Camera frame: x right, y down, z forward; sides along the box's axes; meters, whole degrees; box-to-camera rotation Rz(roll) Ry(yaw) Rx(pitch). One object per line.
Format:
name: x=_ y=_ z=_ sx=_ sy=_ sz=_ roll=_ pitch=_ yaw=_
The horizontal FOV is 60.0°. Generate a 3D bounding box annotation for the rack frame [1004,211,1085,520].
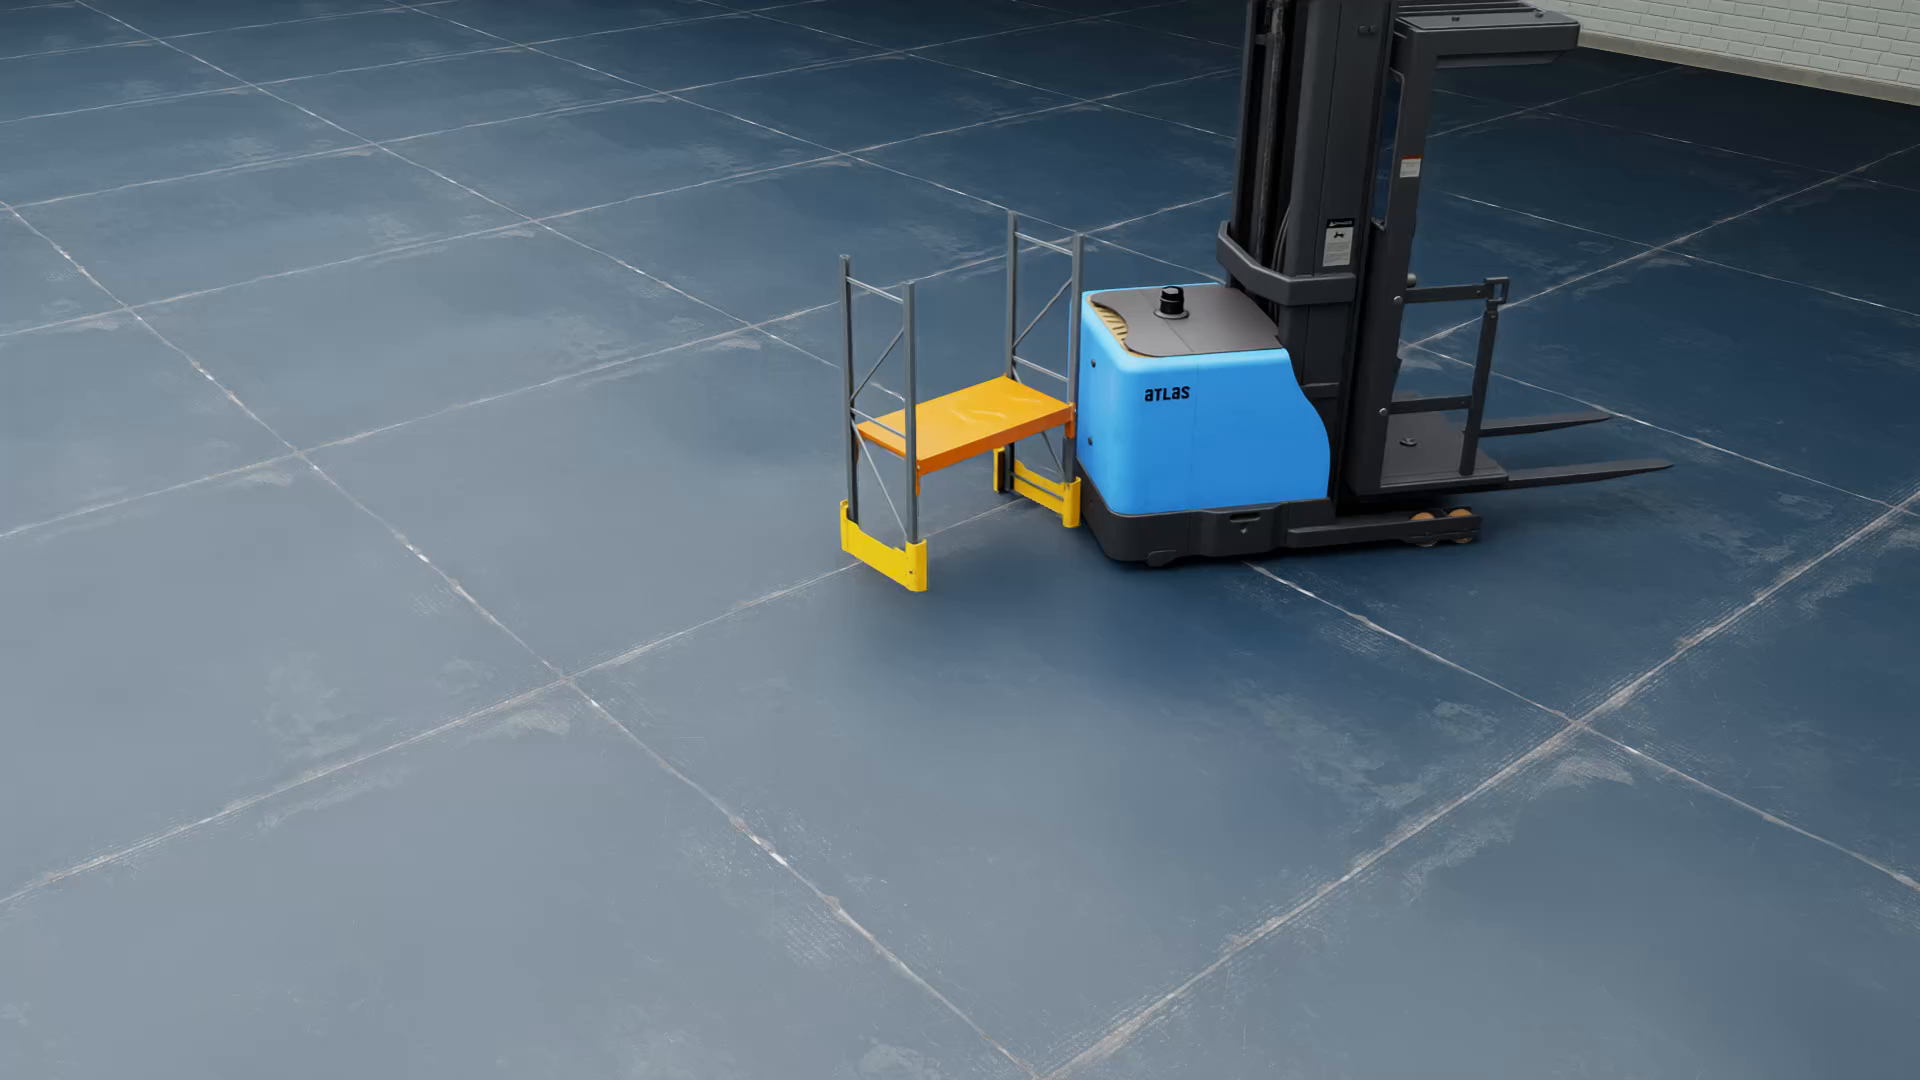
rack frame: x=0.405 y=-0.839 z=8.229 sx=0.032 sy=1.500 sz=0.500 roll=-22 pitch=35 yaw=-35

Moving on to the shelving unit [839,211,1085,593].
shelving unit: x=0.011 y=-0.681 z=7.933 sx=1.083 sy=1.500 sz=0.587 roll=-22 pitch=35 yaw=-35

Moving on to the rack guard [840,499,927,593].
rack guard: x=-0.368 y=0.022 z=7.943 sx=0.087 sy=0.250 sz=0.587 roll=-22 pitch=35 yaw=-35

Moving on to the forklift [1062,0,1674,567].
forklift: x=2.103 y=-1.497 z=7.942 sx=3.031 sy=2.935 sz=1.130 roll=-5 pitch=29 yaw=-10

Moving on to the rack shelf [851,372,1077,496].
rack shelf: x=0.018 y=-0.525 z=8.023 sx=1.000 sy=0.185 sz=0.538 roll=-22 pitch=35 yaw=-35

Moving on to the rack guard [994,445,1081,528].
rack guard: x=0.390 y=-0.282 z=8.512 sx=0.087 sy=0.250 sz=0.587 roll=-22 pitch=35 yaw=-35

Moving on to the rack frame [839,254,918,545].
rack frame: x=-0.369 y=-0.528 z=7.648 sx=0.032 sy=1.500 sz=0.500 roll=-22 pitch=35 yaw=-35
